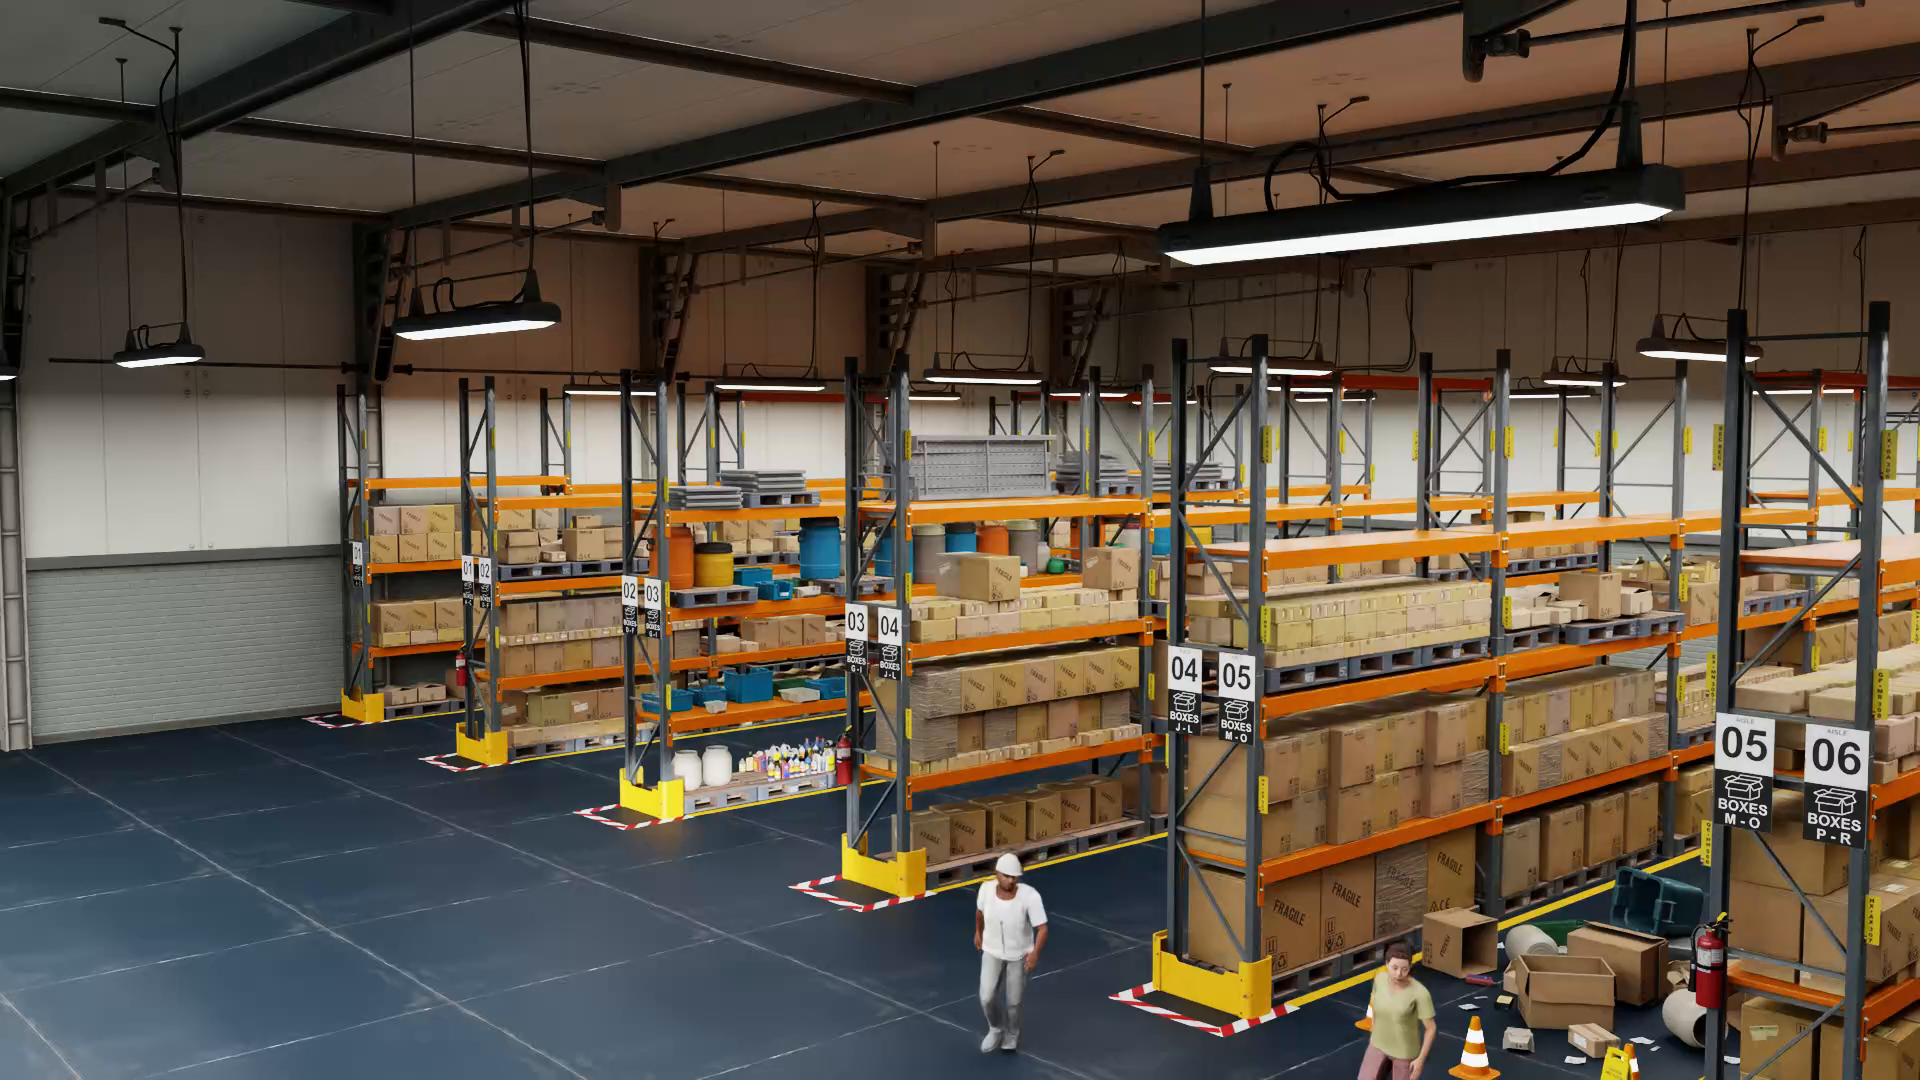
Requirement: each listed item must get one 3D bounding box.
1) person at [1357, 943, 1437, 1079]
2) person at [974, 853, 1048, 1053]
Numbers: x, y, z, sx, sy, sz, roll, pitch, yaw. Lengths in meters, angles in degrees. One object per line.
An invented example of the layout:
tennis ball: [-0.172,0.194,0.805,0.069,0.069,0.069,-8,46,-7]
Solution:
person: [3.076,3.587,11.651,0.570,1.628,0.596,3,5,34]
person: [0.390,3.396,13.614,0.684,1.706,0.805,1,4,11]
